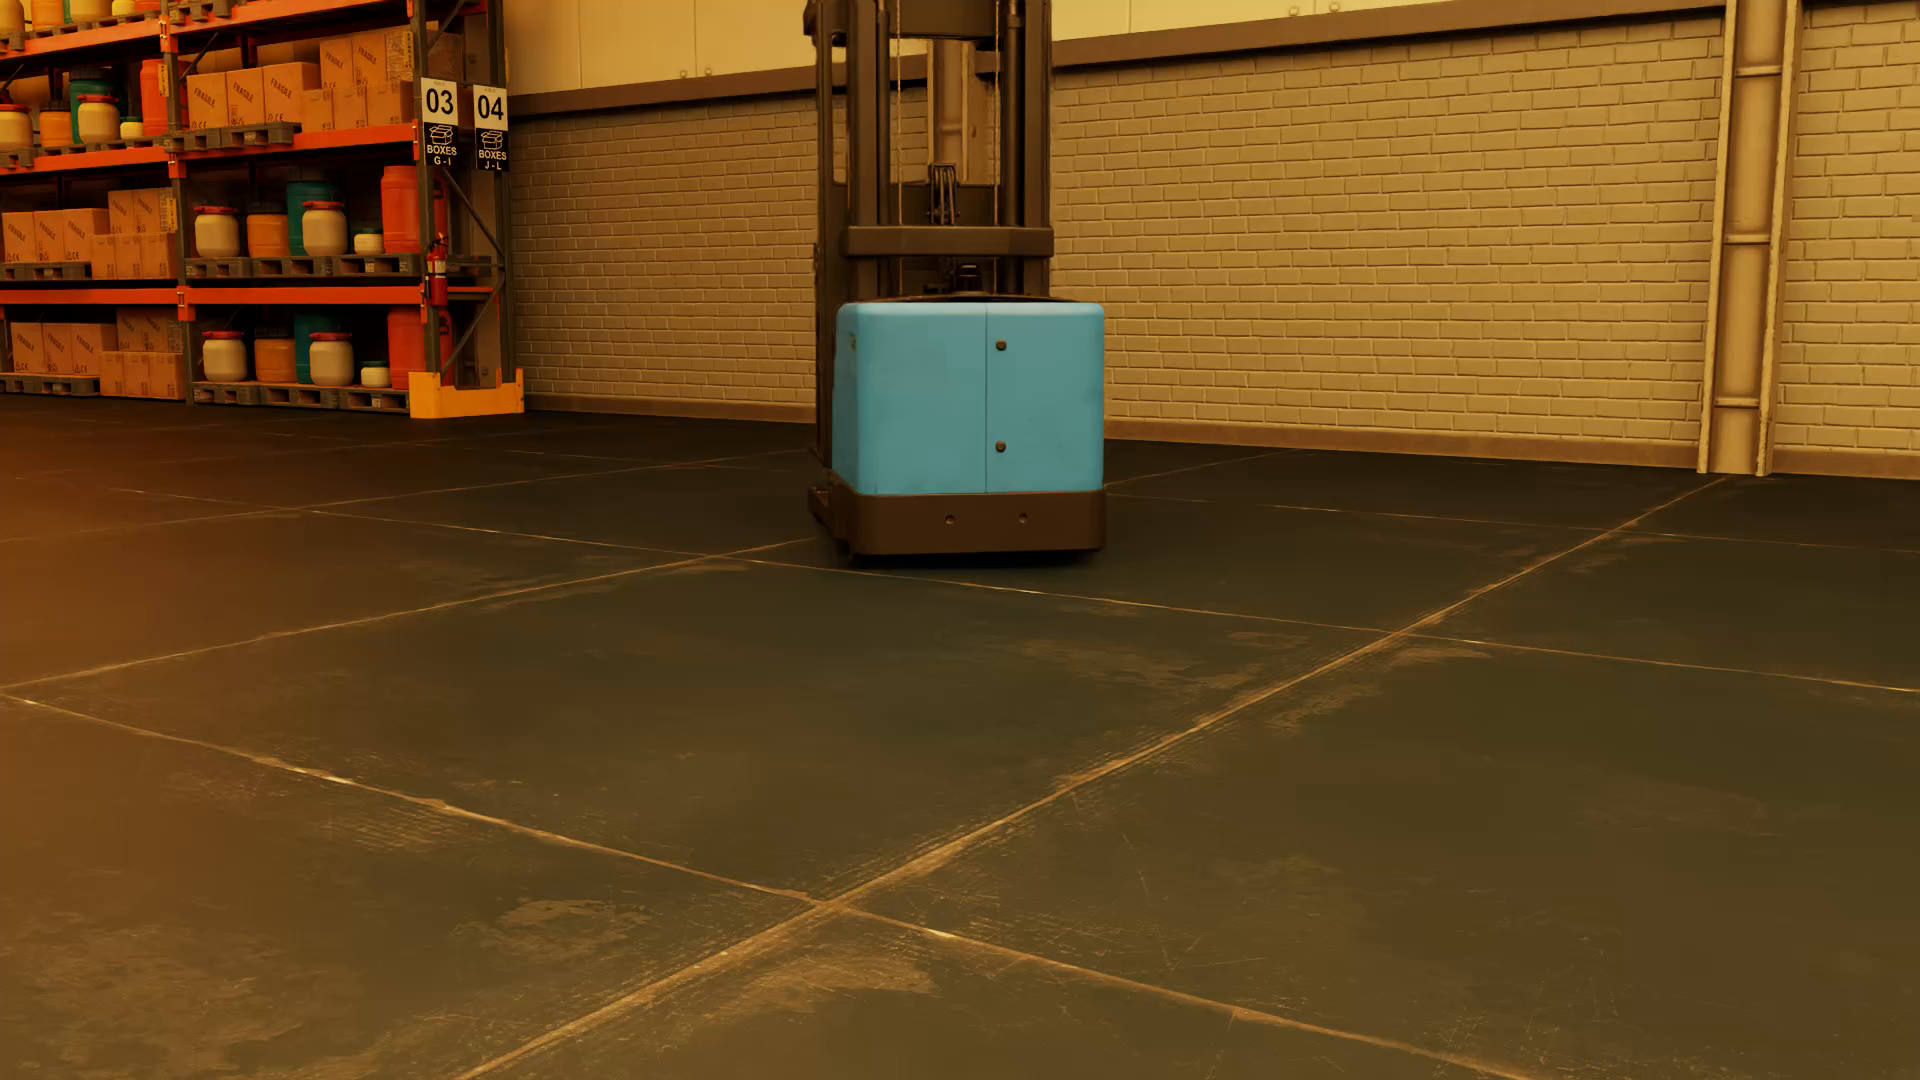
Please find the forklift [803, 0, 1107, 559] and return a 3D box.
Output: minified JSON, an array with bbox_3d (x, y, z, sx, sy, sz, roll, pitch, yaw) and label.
[{"bbox_3d":[-0.165,-1.540,8.022,1.130,2.935,3.031,-1,8,-10],"label":"forklift"}]
